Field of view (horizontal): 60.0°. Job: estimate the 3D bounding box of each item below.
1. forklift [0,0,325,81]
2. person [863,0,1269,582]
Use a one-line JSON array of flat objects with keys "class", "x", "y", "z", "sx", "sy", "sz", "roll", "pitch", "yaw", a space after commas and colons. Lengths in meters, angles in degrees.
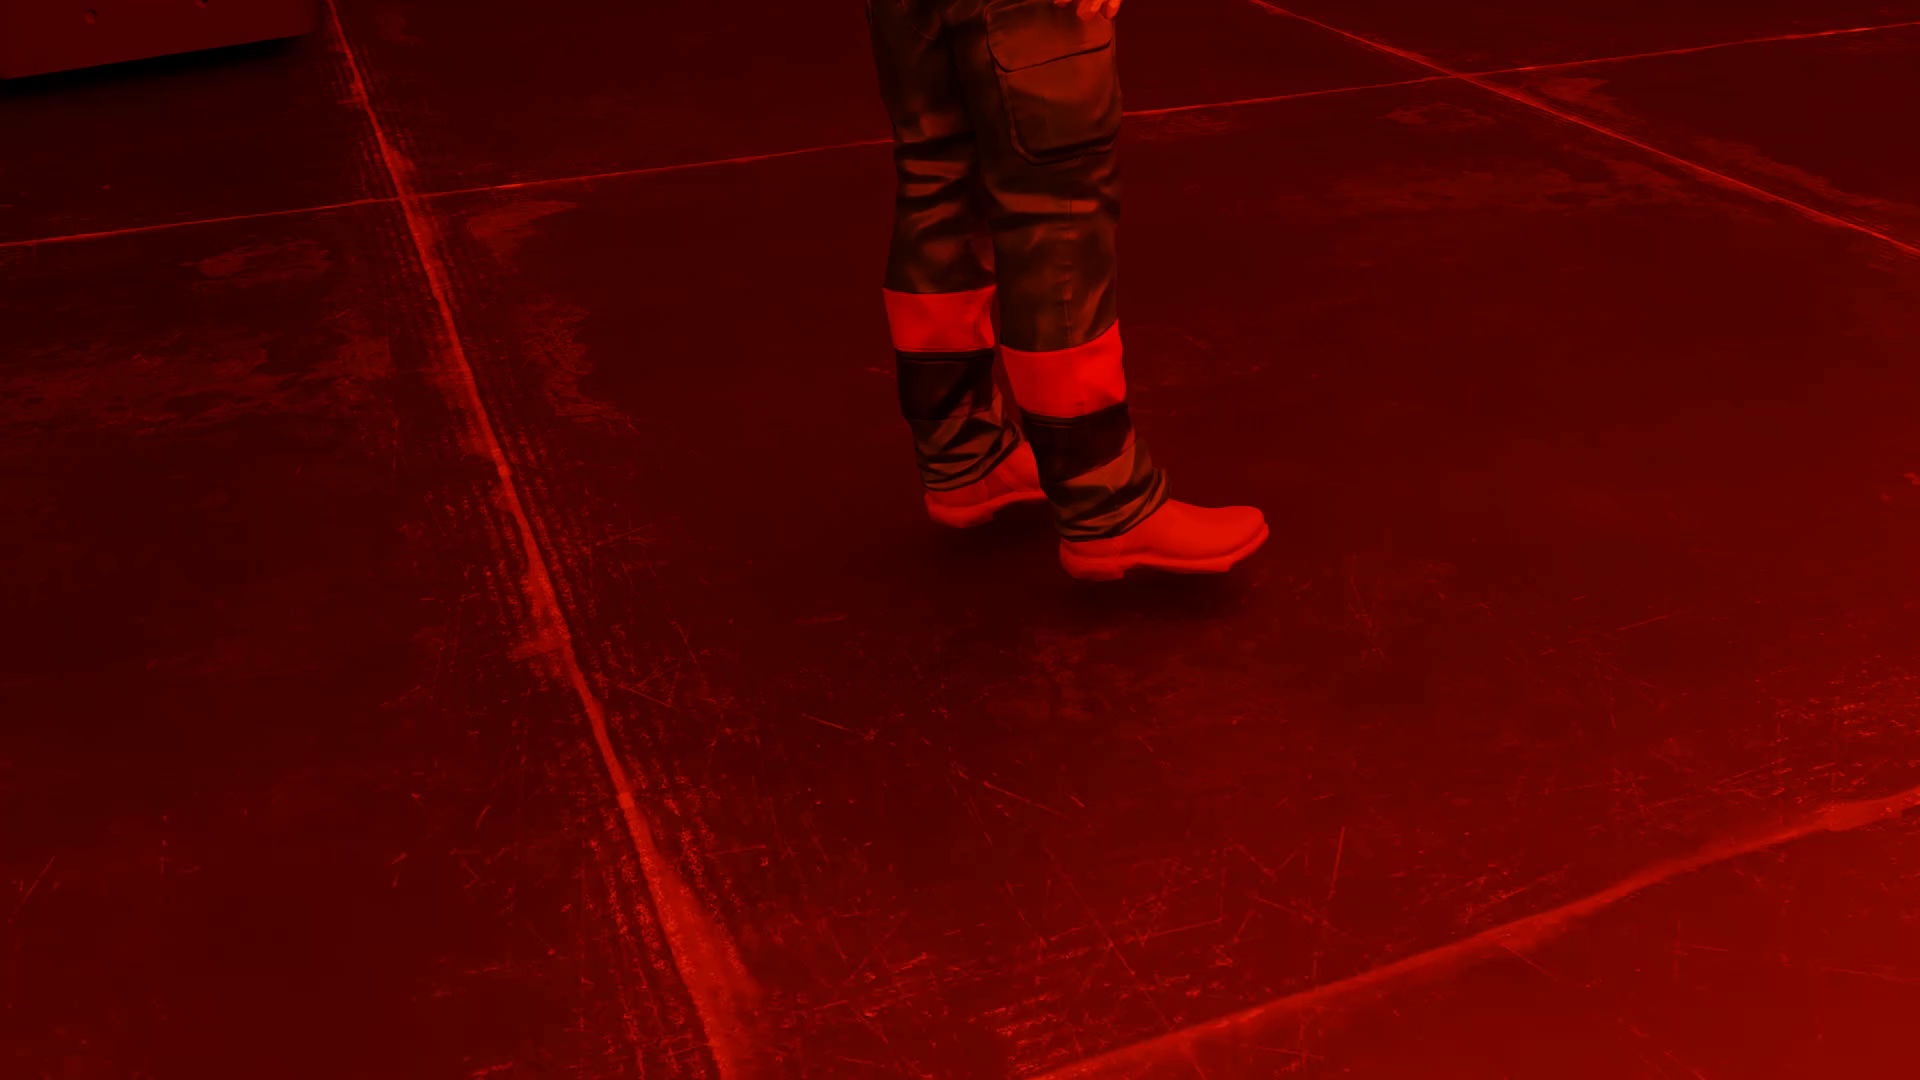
[{"class": "forklift", "x": -3.287, "y": -3.181, "z": 5.124, "sx": 1.130, "sy": 2.935, "sz": 3.031, "roll": -22, "pitch": 37, "yaw": -34}, {"class": "person", "x": 0.079, "y": -0.828, "z": 2.050, "sx": 0.561, "sy": 1.789, "sz": 0.637, "roll": -11, "pitch": 32, "yaw": -19}]
